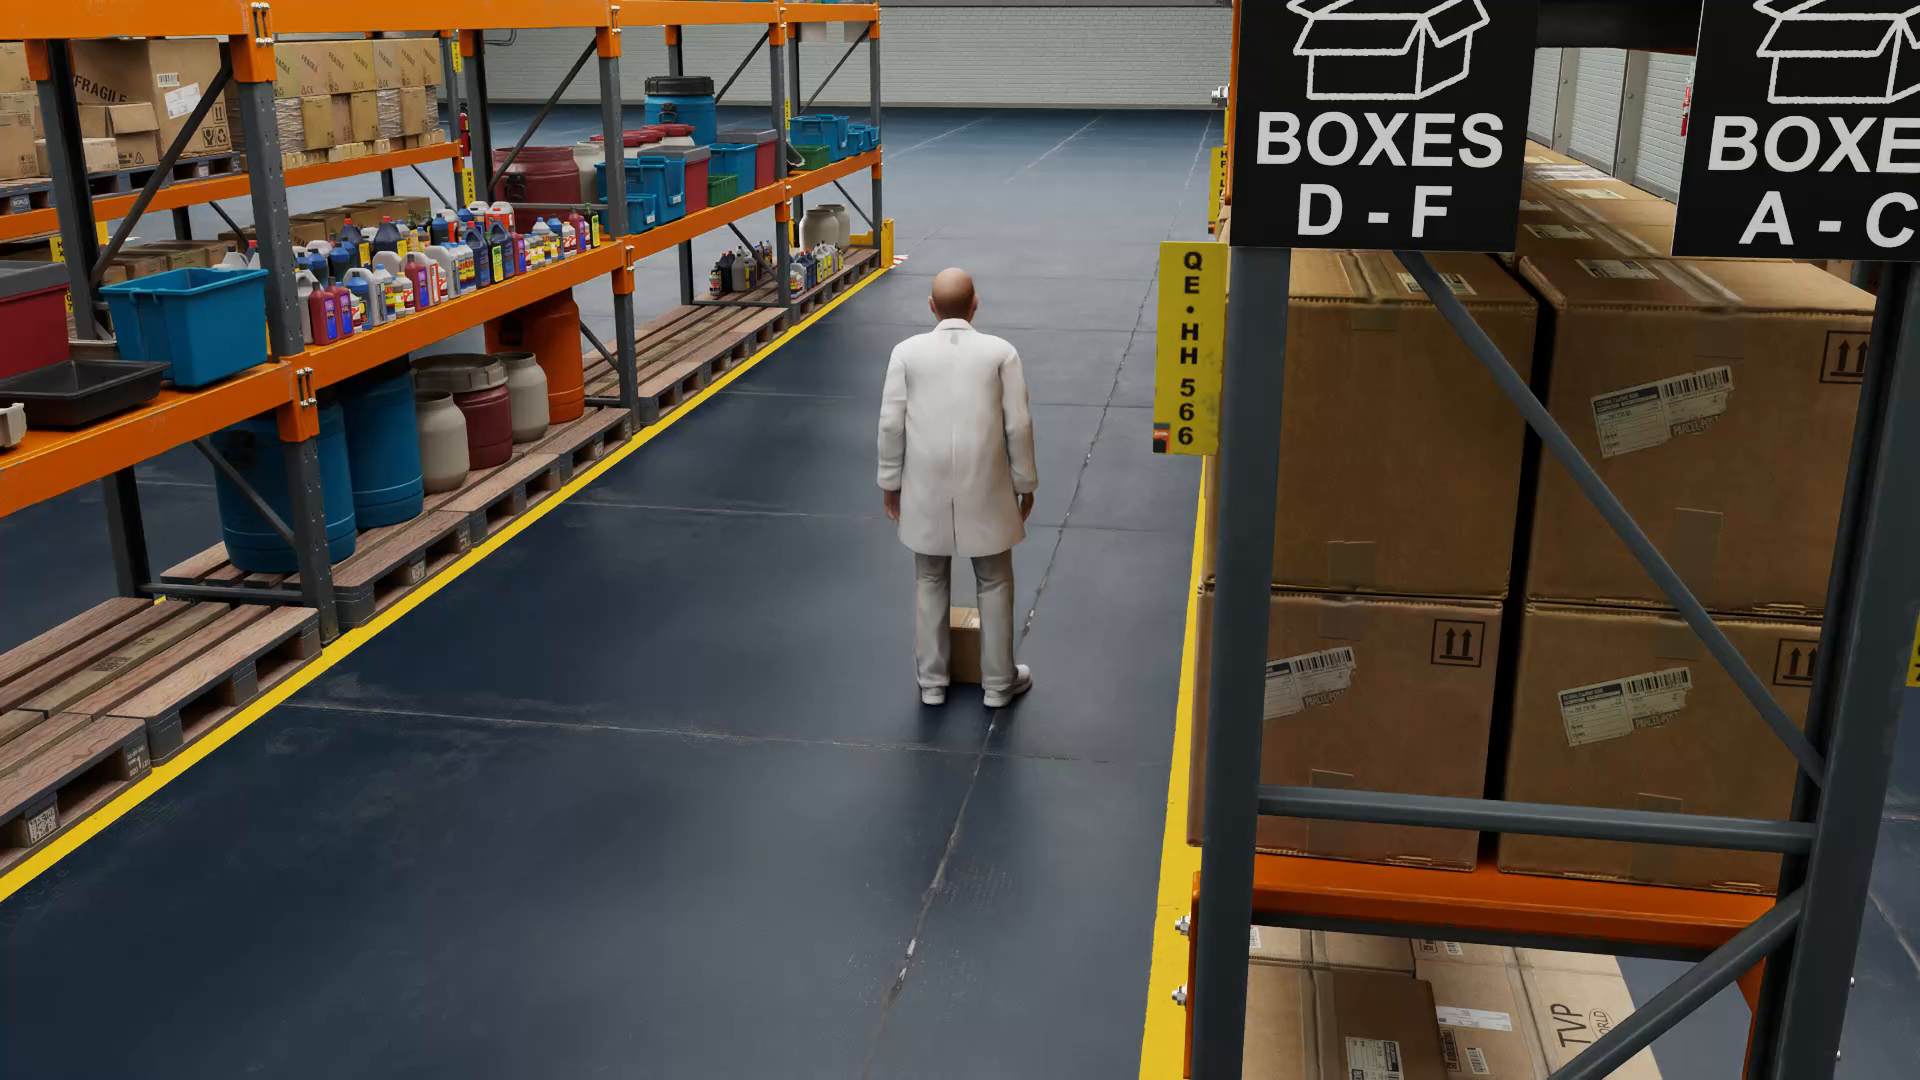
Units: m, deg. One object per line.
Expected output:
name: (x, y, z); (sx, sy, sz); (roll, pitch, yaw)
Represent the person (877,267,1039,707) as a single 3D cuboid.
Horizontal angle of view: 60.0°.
person: (-0.012, -0.203, 6.715); (0.655, 1.775, 0.419); (2, 18, 6)
